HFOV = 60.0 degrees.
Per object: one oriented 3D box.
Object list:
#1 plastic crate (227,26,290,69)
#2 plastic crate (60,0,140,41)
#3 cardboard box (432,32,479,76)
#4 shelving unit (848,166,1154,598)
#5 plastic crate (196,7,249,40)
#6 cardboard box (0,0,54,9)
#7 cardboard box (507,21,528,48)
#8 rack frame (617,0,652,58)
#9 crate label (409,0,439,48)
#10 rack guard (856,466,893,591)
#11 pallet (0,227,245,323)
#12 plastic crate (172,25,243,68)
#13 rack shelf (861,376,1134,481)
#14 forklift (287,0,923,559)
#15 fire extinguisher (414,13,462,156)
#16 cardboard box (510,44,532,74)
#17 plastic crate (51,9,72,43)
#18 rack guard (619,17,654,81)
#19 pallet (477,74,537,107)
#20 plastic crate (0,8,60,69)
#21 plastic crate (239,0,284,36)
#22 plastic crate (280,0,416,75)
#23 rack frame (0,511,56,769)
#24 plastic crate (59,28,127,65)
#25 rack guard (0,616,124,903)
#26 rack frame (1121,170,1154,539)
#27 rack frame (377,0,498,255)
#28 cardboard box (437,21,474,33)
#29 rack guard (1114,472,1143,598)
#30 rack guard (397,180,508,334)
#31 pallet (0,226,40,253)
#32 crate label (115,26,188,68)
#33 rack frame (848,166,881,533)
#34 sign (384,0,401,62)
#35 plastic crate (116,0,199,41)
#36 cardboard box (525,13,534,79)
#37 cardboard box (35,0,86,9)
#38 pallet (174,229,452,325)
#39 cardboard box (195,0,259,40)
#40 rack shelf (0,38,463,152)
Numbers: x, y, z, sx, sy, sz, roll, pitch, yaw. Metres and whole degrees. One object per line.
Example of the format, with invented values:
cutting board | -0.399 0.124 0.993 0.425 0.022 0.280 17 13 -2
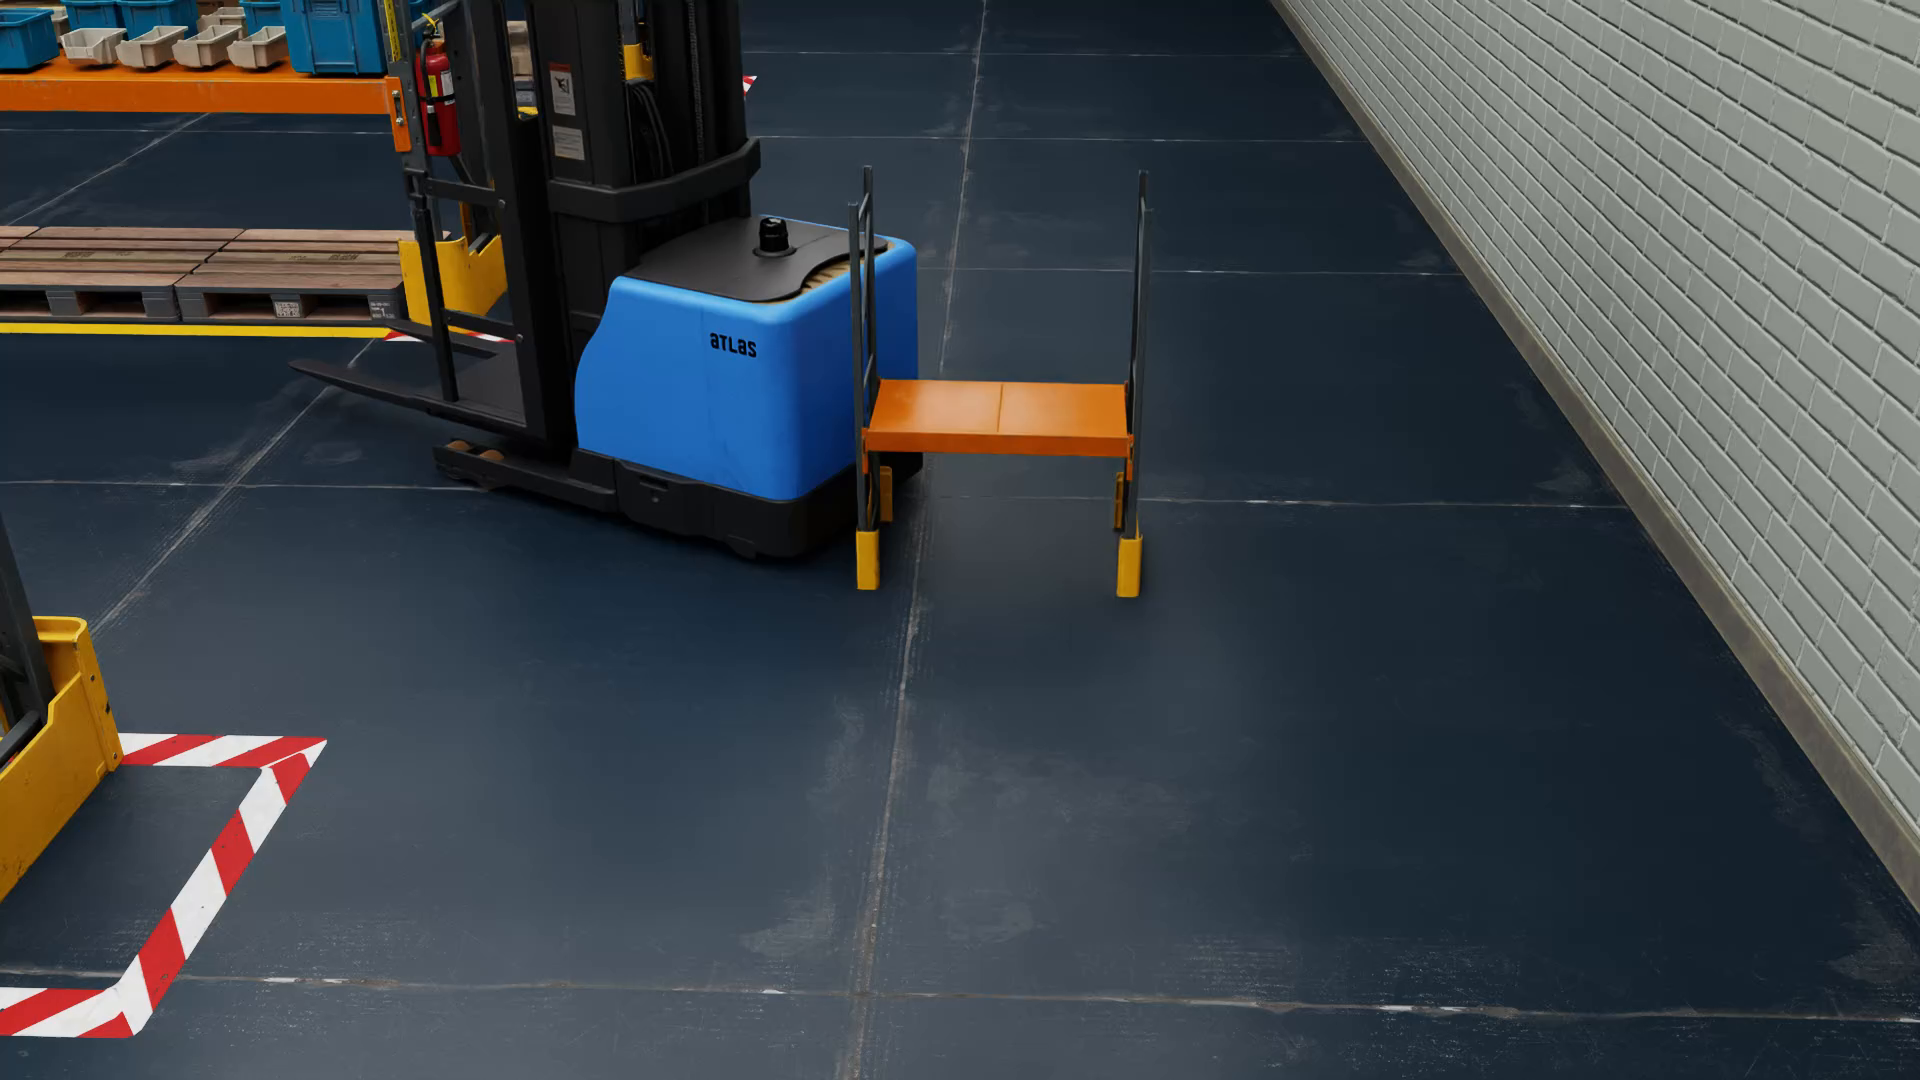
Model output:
plastic crate | -3.581 -2.526 8.529 0.243 0.136 0.396 1 28 2
plastic crate | -4.610 -2.824 8.990 0.300 0.233 0.416 1 28 2
cardboard box | -4.081 -3.908 13.386 0.500 0.250 0.500 1 28 2
shelving unit | 0.161 -0.592 6.266 1.083 1.500 0.587 2 28 3
plastic crate | -3.990 -2.810 9.067 0.298 0.136 0.250 1 28 2
cardboard box | -7.575 -4.048 13.382 0.500 0.500 0.500 1 28 2
cardboard box | -3.614 -4.135 13.814 0.500 0.250 0.500 1 28 2
rack frame | -2.581 -5.006 12.990 0.127 3.000 1.000 1 28 2
crate label | -2.994 -2.798 8.940 0.303 0.233 0.416 1 28 2
rack guard | -0.336 -0.054 6.584 0.087 0.250 0.587 2 28 3
pallet | -4.798 -1.508 9.370 1.213 0.211 1.003 1 28 2
plastic crate | -3.870 -2.537 8.551 0.243 0.136 0.396 1 28 2
rack shelf | 0.152 -0.433 6.350 1.000 0.185 0.538 2 28 3
forklift | -1.696 -1.711 6.848 3.031 2.935 1.130 15 31 26
fire extinguisher | -2.625 -2.273 8.316 0.183 0.674 0.296 1 28 2
cardboard box | -3.534 -3.891 13.442 0.250 0.166 0.380 1 28 2
plastic crate | -5.006 -2.775 9.000 0.466 0.136 0.293 1 28 2
rack guard | -2.657 -3.902 13.578 0.348 0.500 1.175 1 28 2
pallet | -3.454 -3.787 13.669 1.213 0.211 1.003 1 28 2
plastic crate | -4.821 -2.553 8.479 0.300 0.233 0.416 1 28 2
plastic crate | -3.652 -2.809 8.960 0.300 0.233 0.416 1 28 2
plastic crate | -3.101 -2.647 8.439 0.499 0.435 0.616 1 28 2
rack frame | -2.934 -0.369 4.243 0.127 3.000 1.000 1 28 2
plastic crate | -4.446 -2.527 8.531 0.250 0.136 0.298 1 28 2
rack guard | -2.910 0.736 4.828 0.348 0.500 1.175 1 28 2
rack frame | 0.659 -0.578 6.239 0.032 1.500 0.500 2 28 3
rack frame | -2.759 -2.687 8.616 0.127 3.000 1.000 1 28 2
cardboard box | -4.114 -4.143 13.829 0.500 0.250 0.500 1 28 2
rack guard | 0.658 -0.026 6.532 0.087 0.250 0.587 2 28 3
rack guard | -2.735 -1.588 9.212 0.348 0.500 1.175 1 28 2
pallet | -6.021 -1.527 9.405 1.213 0.211 1.003 1 28 2
crate label | -4.149 -2.530 8.538 0.243 0.136 0.396 1 28 2
rack frame | -0.356 -0.606 6.293 0.032 1.500 0.500 2 28 3
sign | -2.763 -2.501 8.092 0.005 0.325 0.100 1 28 2
plastic crate | -4.310 -2.820 8.981 0.300 0.233 0.416 1 28 2
cardboard box | -3.133 -3.989 13.272 0.500 0.500 0.500 1 28 2
cardboard box | -7.082 -4.036 13.359 0.500 0.500 0.500 1 28 2
pallet | -3.582 -1.487 9.329 1.213 0.211 1.003 1 28 2
cardboard box | -5.999 -4.285 13.830 0.500 0.500 0.500 1 28 2
rack shelf | -4.758 -2.402 8.847 4.000 0.370 1.077 1 28 2
